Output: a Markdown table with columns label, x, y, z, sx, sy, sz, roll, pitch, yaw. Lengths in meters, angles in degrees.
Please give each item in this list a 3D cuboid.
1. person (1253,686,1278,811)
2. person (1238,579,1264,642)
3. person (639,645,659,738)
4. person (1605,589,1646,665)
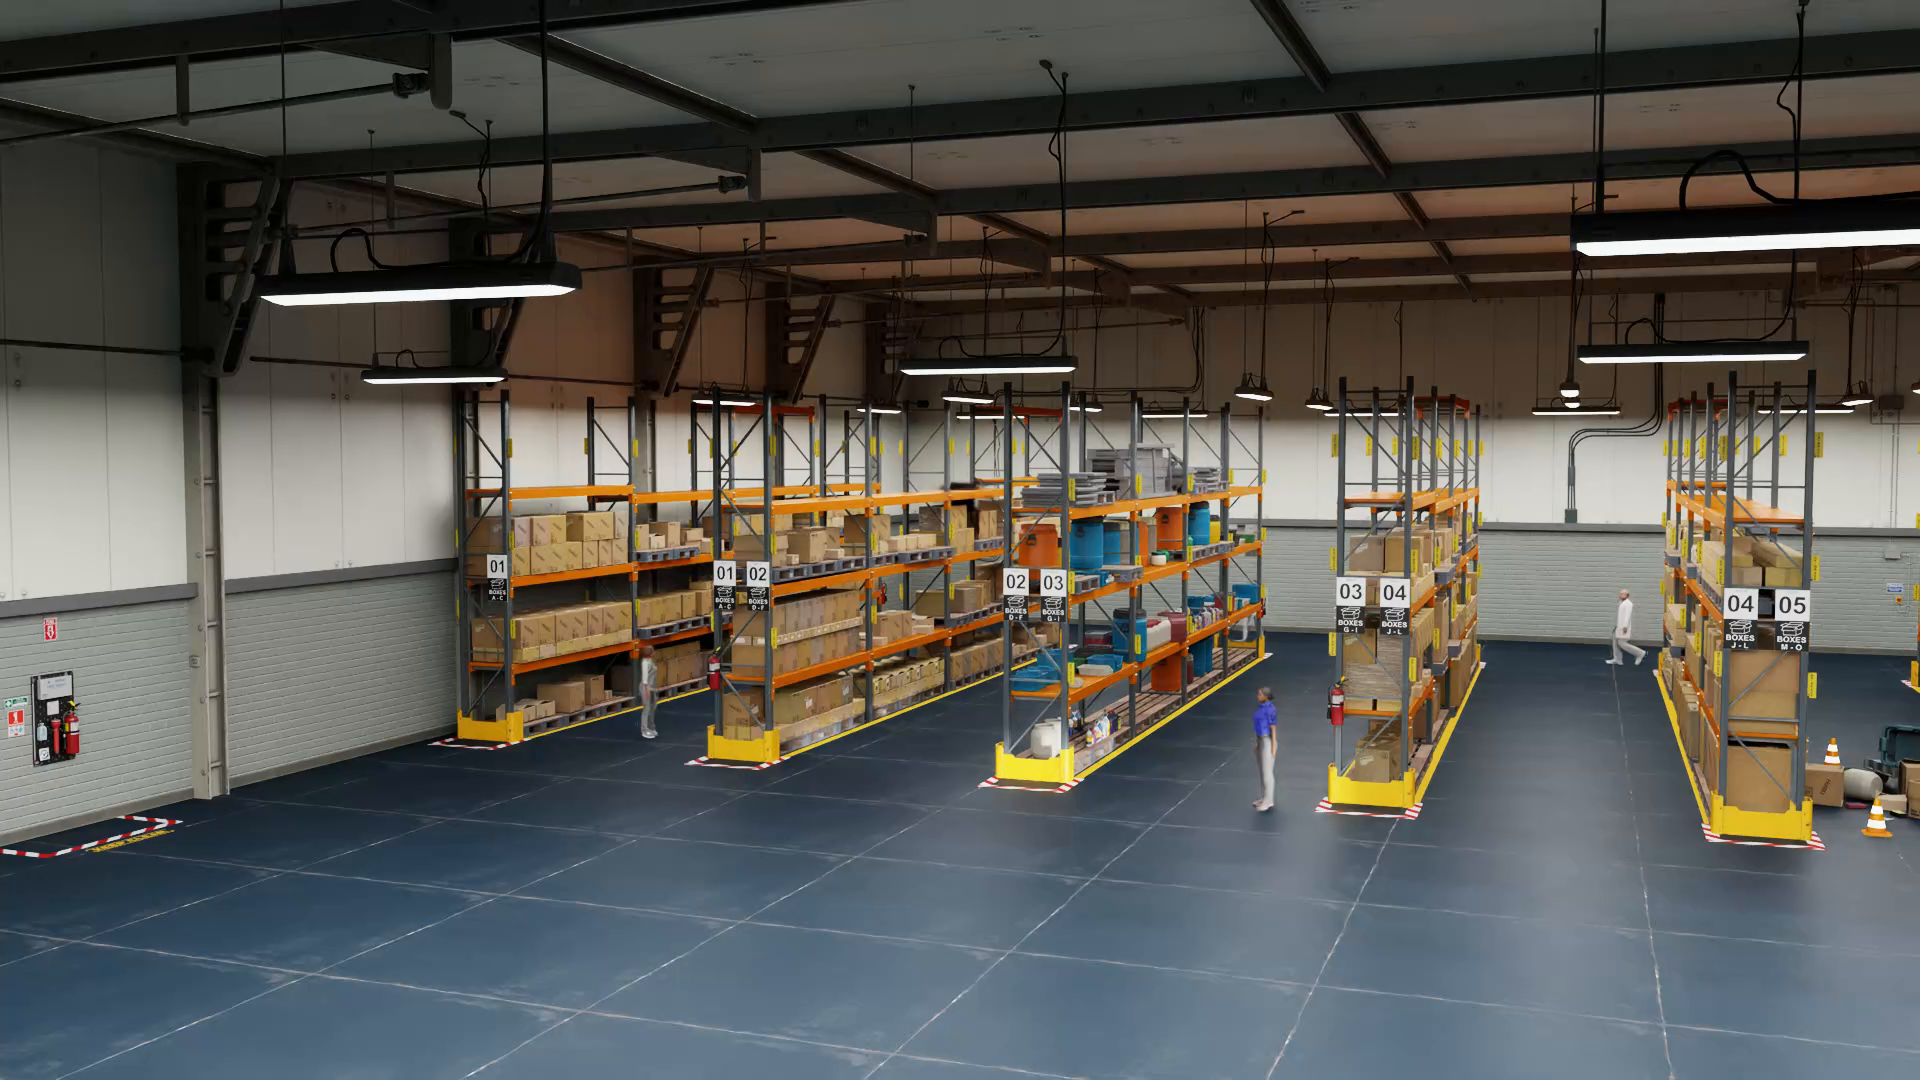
| label | x | y | z | sx | sy | sz | roll | pitch | yaw |
| --- | --- | --- | --- | --- | --- | --- | --- | --- | --- |
| person | 4.243 | 2.893 | 23.239 | 0.390 | 1.674 | 0.610 | 0 | 3 | -8 |
| person | 7.534 | 1.824 | 42.825 | 0.483 | 1.636 | 1.035 | 2 | 4 | 29 |
| person | -5.402 | 2.653 | 28.850 | 0.322 | 1.646 | 0.463 | 0 | 3 | 6 |
| person | 15.308 | 2.010 | 38.221 | 0.845 | 1.753 | 0.664 | 1 | 3 | 18 |
